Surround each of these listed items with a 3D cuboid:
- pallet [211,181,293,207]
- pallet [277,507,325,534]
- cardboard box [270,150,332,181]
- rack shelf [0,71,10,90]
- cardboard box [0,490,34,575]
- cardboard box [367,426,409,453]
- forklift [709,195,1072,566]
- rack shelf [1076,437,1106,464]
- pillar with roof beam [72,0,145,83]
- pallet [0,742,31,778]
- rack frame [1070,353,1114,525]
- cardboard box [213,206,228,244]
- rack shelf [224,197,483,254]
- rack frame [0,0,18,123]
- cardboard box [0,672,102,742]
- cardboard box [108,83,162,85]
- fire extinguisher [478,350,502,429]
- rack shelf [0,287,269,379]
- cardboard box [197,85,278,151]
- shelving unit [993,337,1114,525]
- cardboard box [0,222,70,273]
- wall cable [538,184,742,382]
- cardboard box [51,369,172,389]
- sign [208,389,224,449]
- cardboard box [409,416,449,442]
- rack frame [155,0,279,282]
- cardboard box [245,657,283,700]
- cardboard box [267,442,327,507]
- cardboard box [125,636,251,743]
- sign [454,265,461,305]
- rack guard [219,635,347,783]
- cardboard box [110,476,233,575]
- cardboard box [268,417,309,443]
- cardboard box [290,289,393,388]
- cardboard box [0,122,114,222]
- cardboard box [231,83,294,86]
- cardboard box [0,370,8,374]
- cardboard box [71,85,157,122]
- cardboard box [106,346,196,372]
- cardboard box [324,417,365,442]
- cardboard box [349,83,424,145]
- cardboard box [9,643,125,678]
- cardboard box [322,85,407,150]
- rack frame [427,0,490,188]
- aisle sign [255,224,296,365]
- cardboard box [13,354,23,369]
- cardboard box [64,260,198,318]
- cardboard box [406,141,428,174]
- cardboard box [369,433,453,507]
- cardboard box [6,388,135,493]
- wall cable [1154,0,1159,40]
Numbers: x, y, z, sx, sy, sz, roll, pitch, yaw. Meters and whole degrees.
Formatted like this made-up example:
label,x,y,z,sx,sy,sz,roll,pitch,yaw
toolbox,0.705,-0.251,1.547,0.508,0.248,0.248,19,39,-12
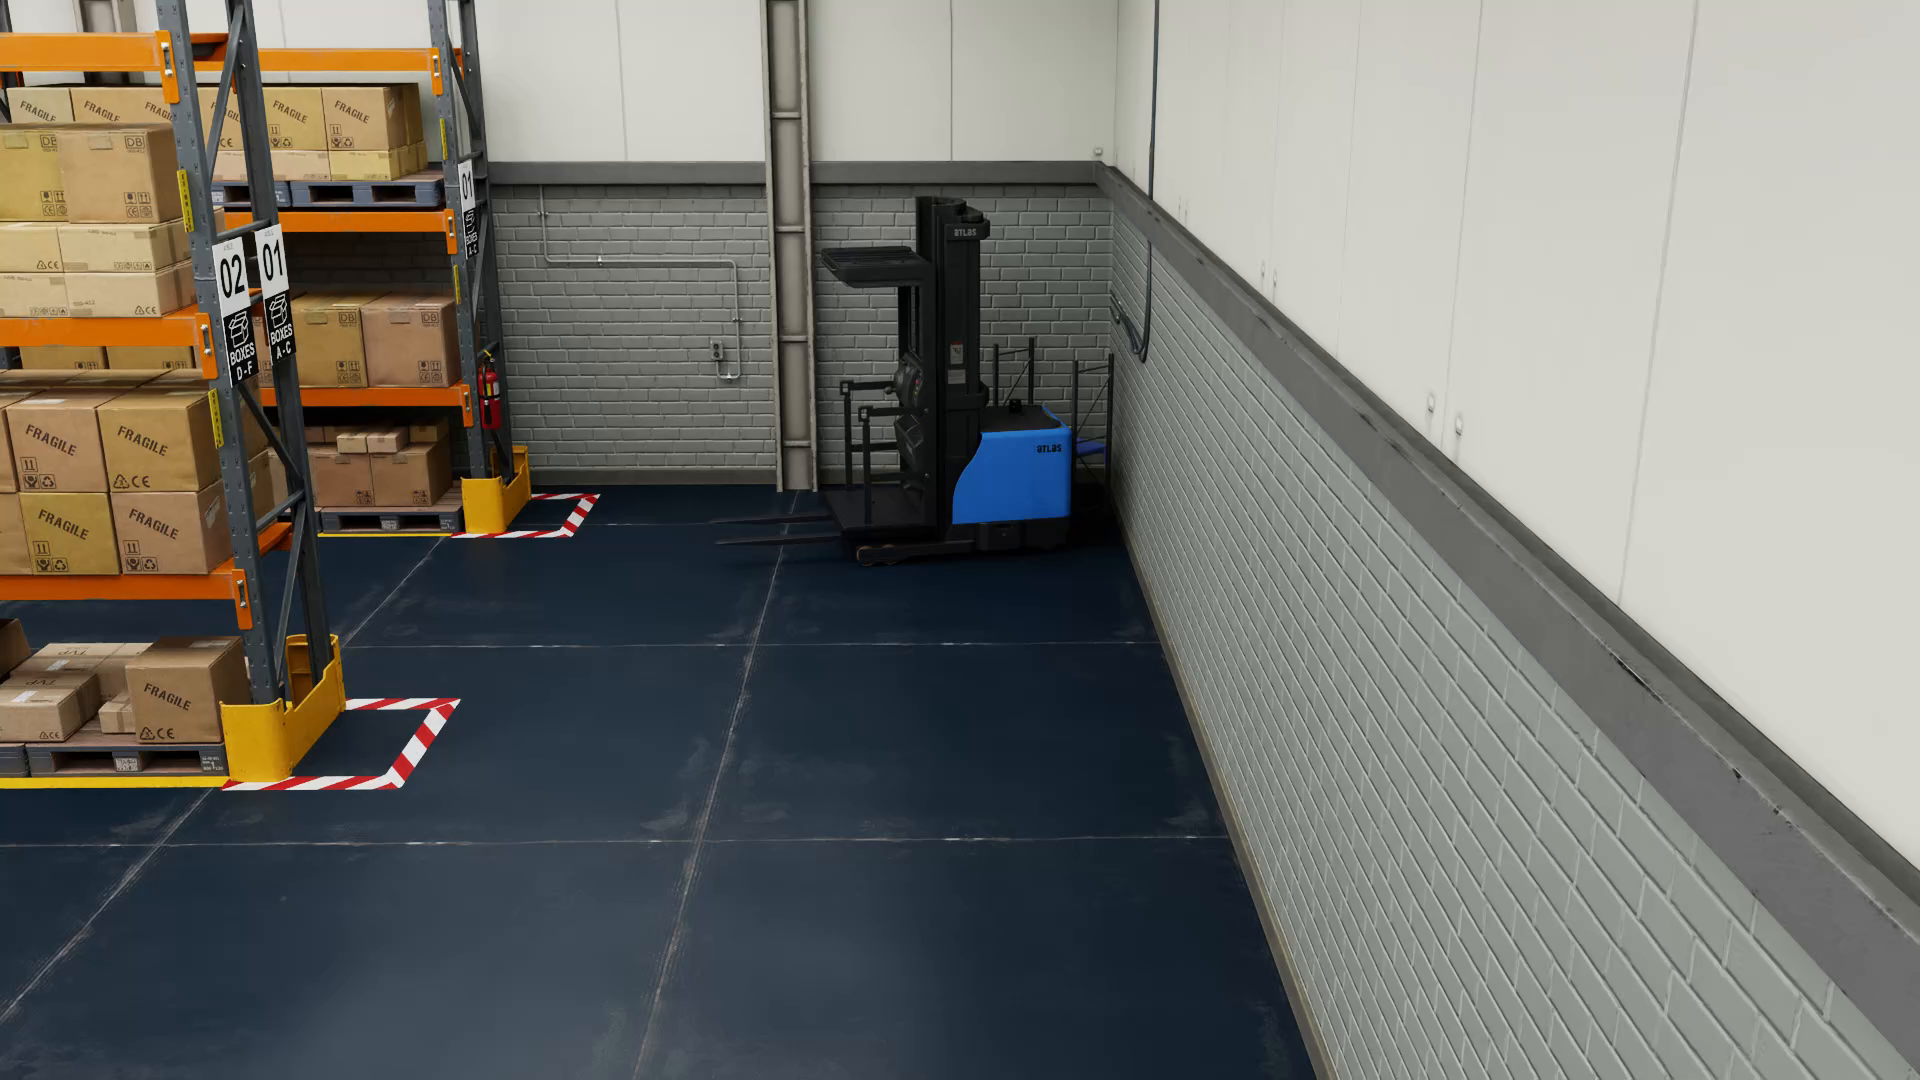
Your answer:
label,x,y,z,sx,sy,sz,roll,pitch,yaw
pallet,-6.216,-3.035,14.332,1.213,0.211,1.003,0,18,-1
pallet,-6.267,-0.302,15.143,1.213,0.211,1.003,0,18,-1
cardboard box,-5.500,-3.179,14.031,0.500,0.250,0.500,-1,18,-3
rack shelf,-10.251,-3.957,13.983,4.000,0.370,1.077,0,18,-1
cardboard box,-5.631,-0.107,9.808,0.500,0.500,0.500,0,18,0
cardboard box,-5.075,-0.891,14.756,0.250,0.149,0.380,0,18,-2
forklift,-0.614,-1.354,13.969,3.031,2.935,1.130,-4,18,-12
rack shelf,0.839,-0.842,15.305,0.538,0.185,1.000,-15,23,-40
pillar with roof beam,-7.497,-3.452,10.578,0.400,9.000,9.100,0,18,-1
pallet,-6.260,1.188,10.499,1.213,0.211,1.003,0,18,-1
rack frame,1.179,-0.897,14.890,0.500,1.500,0.032,-15,23,-40
cardboard box,-4.687,-1.821,9.831,0.500,0.250,0.500,0,18,-1
rack shelf,-6.251,-2.738,14.440,4.000,0.370,1.077,0,18,-1
rack frame,-8.251,-4.500,13.842,0.127,3.000,1.000,0,18,-1
cardboard box,-5.660,1.024,10.227,0.500,0.250,0.500,0,18,-1
cardboard box,-7.040,-3.682,14.370,0.500,0.500,0.500,-1,18,-3
fire extinguisher,-4.093,-1.308,14.450,0.183,0.674,0.296,0,18,-1
rack shelf,-6.169,-1.225,9.724,4.000,0.370,1.077,0,18,-1
cardboard box,-6.001,-3.533,13.906,0.500,0.500,0.500,-1,18,-3
shelving unit,0.839,-1.013,15.250,0.538,1.500,1.048,-15,23,-40
cardboard box,-5.179,-1.661,9.332,0.500,0.250,0.500,0,18,-1
wall cable,-2.986,-2.441,15.583,1.851,1.984,0.084,0,18,-1
cardboard box,-5.140,-0.747,10.164,0.500,0.500,0.500,0,18,0
sign,-4.181,-0.682,9.349,0.005,0.325,0.100,0,18,-1
cardboard box,-4.828,-1.009,15.124,0.250,0.149,0.380,0,18,0
rack frame,-4.170,-3.006,9.186,0.127,3.000,1.000,0,18,-1
cardboard box,-4.594,0.896,10.792,0.250,0.149,0.380,0,18,-1
cardboard box,-5.953,-0.633,15.015,0.500,0.500,0.700,-1,18,-3
cardboard box,-4.709,0.909,10.174,0.500,0.500,0.500,0,18,-1
sign,-4.257,-2.161,14.089,0.005,0.325,0.100,0,18,-1
rack guard,-4.246,1.041,10.483,0.348,0.500,1.175,0,18,-1
cardboard box,-4.613,-0.112,9.821,0.500,0.500,0.500,0,18,1
cardboard box,-6.096,-1.002,15.103,0.250,0.149,0.380,0,18,0
cardboard box,-5.489,-1.793,14.734,0.700,0.700,0.980,0,18,-1
cardboard box,-5.184,-2.117,9.526,0.500,0.500,0.700,0,18,-1
cardboard box,-6.018,-3.691,14.399,0.500,0.500,0.500,0,18,-1
cardboard box,-6.148,-0.743,10.152,0.500,0.500,0.500,0,18,-1
cardboard box,-7.020,-3.527,13.887,0.500,0.500,0.500,-1,18,-2
cardboard box,-6.978,-1.785,14.711,0.700,0.700,0.980,-1,18,-2
cardboard box,-5.585,-1.005,15.112,0.250,0.149,0.380,0,18,0
cardboard box,-4.985,-3.694,14.408,0.500,0.500,0.500,-1,18,-3
cardboard box,-5.718,0.871,10.702,0.500,0.250,0.500,0,18,-1
cardboard box,-4.979,-3.537,13.919,0.500,0.500,0.500,0,18,-1
rack frame,-4.252,-4.519,13.902,0.127,3.000,1.000,0,18,-1
aisle sign,-4.106,-1.477,9.986,0.004,0.787,0.394,0,18,-1
cardboard box,-8.589,-1.592,14.978,0.250,0.149,0.380,-1,18,-3
cardboard box,-4.679,-1.423,9.408,0.500,0.250,0.500,0,18,-1
cardboard box,-4.985,-3.338,14.527,0.500,0.250,0.500,1,18,2
cardboard box,-4.950,-0.638,15.031,0.500,0.500,0.700,0,18,-1
cardboard box,-5.115,-0.584,9.657,0.500,0.500,0.500,0,18,1
wall cable,1.452,-4.537,10.774,0.112,2.526,3.097,0,18,-1
